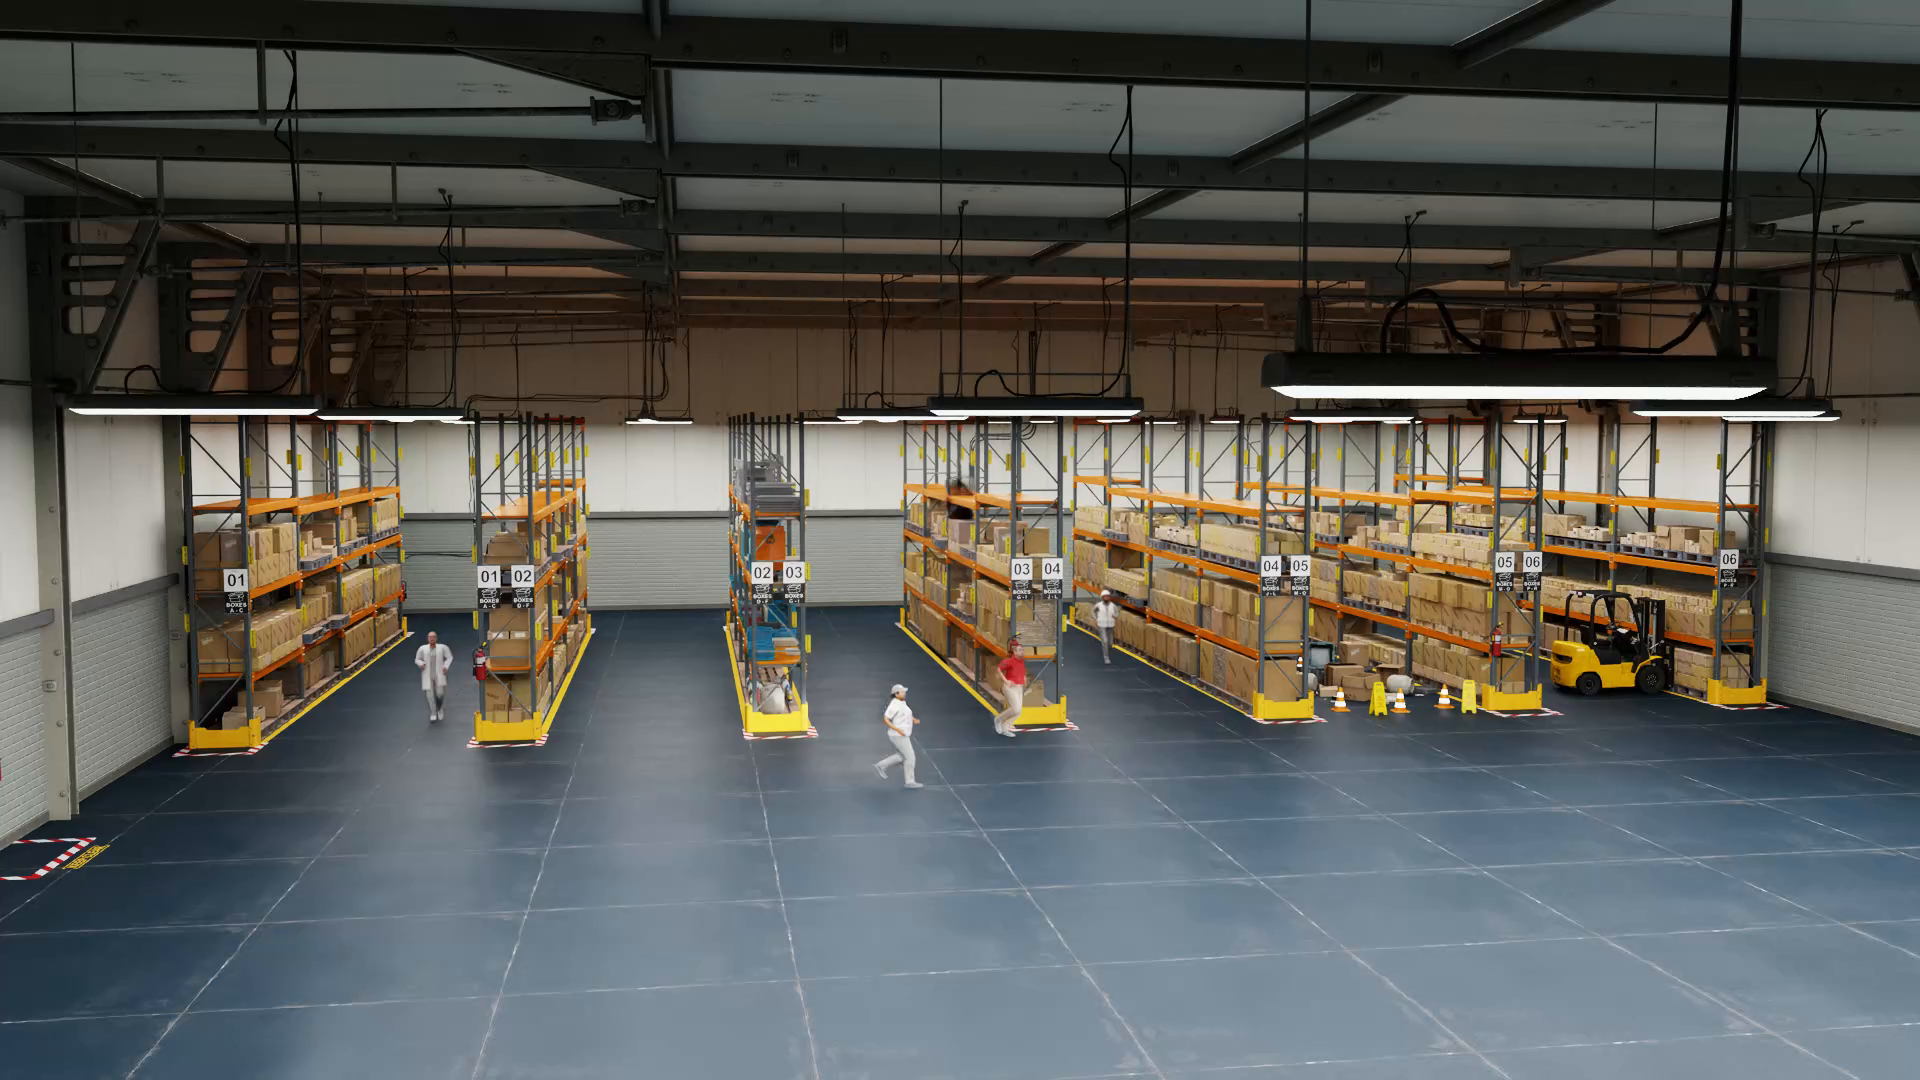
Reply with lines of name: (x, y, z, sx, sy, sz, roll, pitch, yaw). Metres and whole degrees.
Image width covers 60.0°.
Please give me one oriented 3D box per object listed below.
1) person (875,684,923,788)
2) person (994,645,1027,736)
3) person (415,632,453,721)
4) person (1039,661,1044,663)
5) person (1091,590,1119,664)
person: (-0.983, 3.107, 26.419, 0.823, 1.634, 0.620, 1, 4, 11)
person: (1.005, 2.791, 30.888, 0.553, 1.676, 0.666, 3, 5, 37)
person: (-10.198, 2.652, 32.220, 0.698, 1.733, 0.634, -1, 4, -15)
person: (1.984, 2.109, 40.743, 0.546, 1.758, 0.770, -1, 4, -19)
person: (3.538, 2.094, 40.333, 0.666, 1.750, 0.900, -1, 4, -11)
